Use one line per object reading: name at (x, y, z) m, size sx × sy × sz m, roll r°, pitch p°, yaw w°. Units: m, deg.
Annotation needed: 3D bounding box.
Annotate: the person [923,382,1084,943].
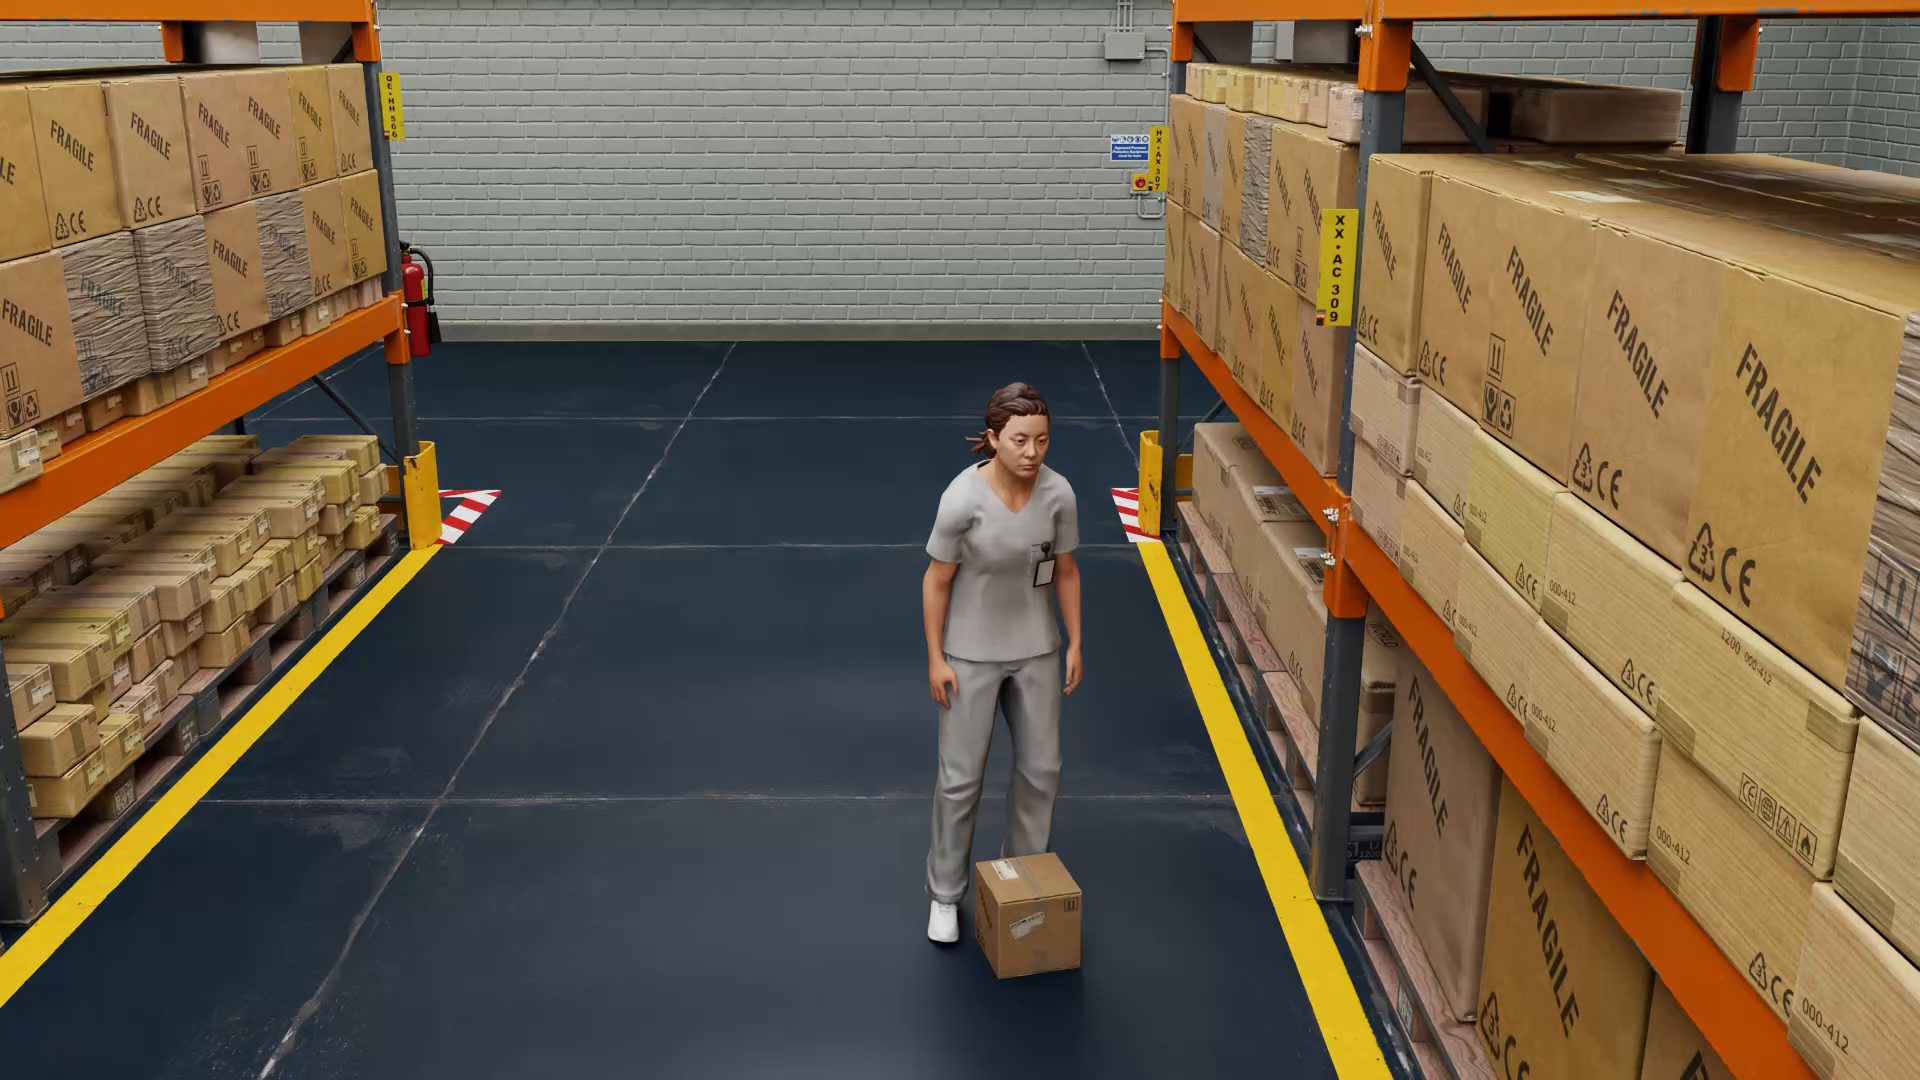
person at (0.123, 0.352, 4.911) m, size 0.516 × 1.672 × 0.357 m, roll -5°, pitch 18°, yaw -17°
